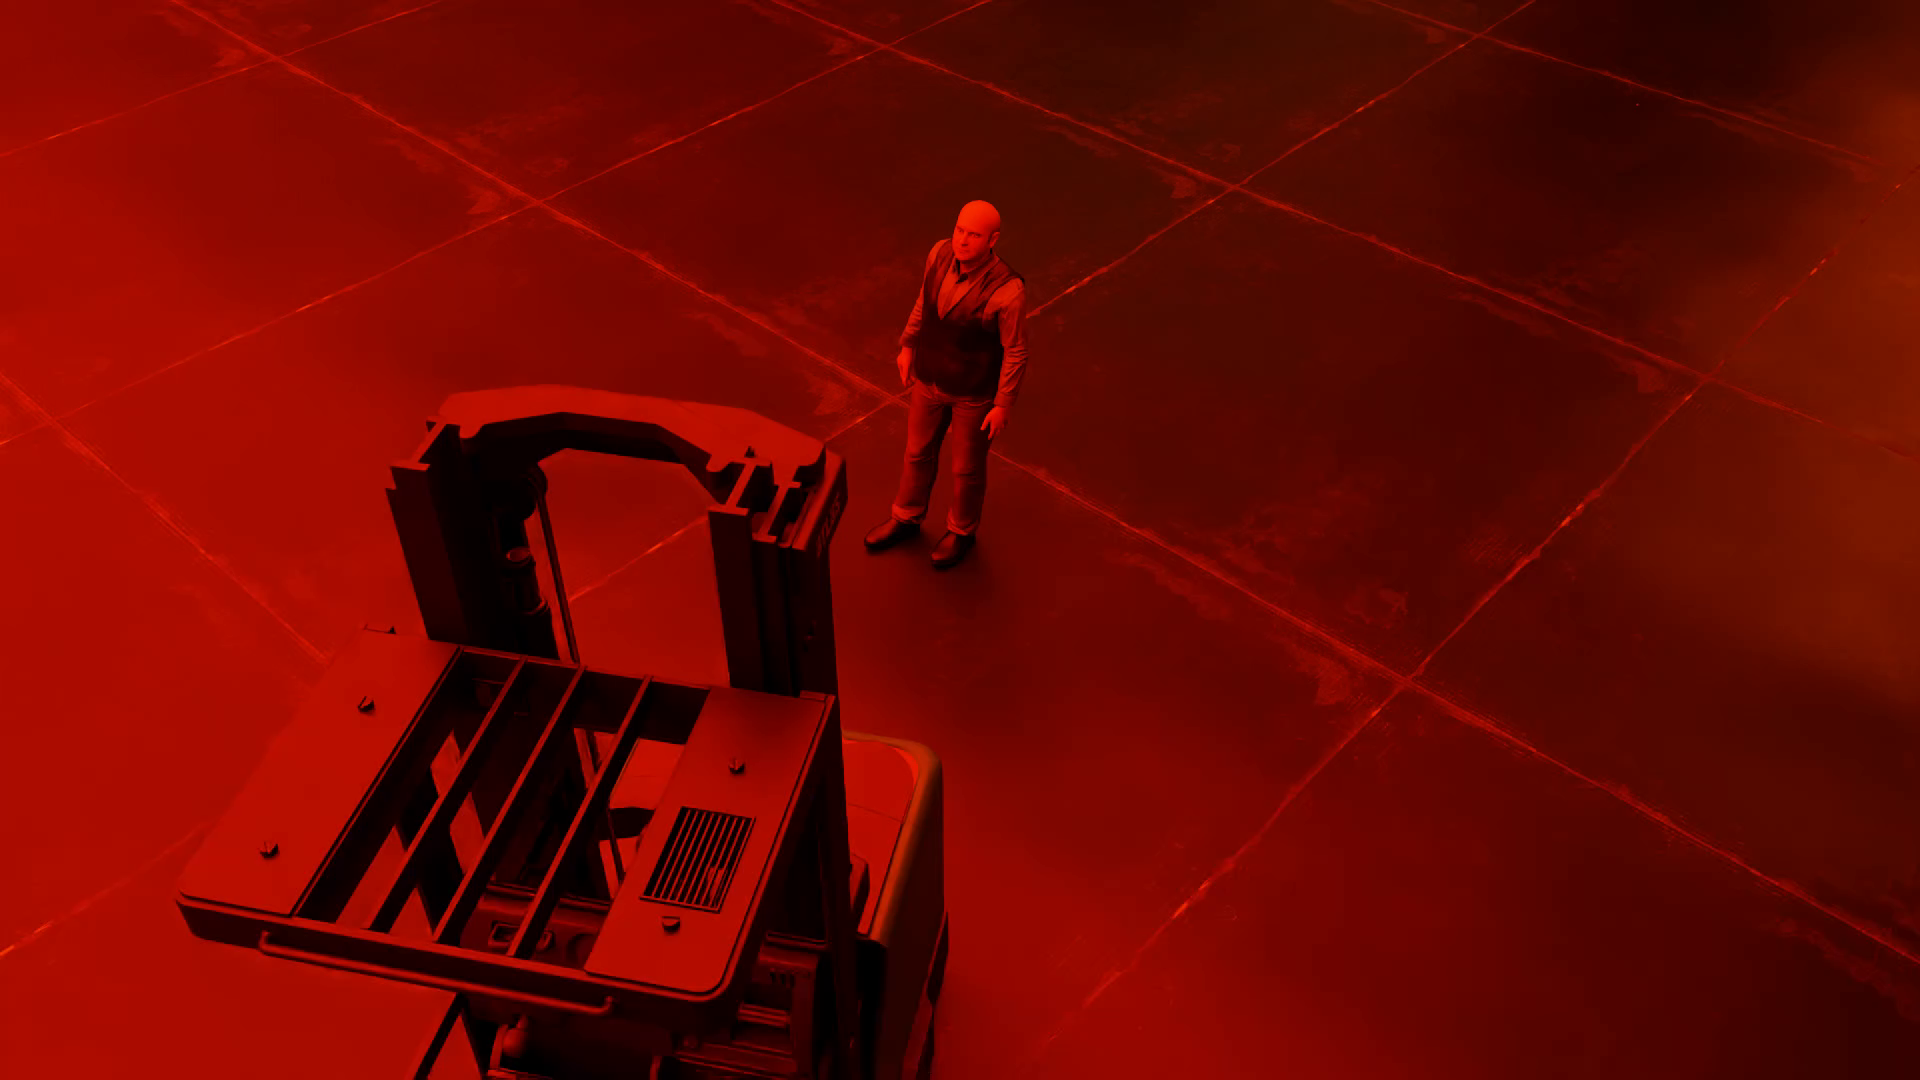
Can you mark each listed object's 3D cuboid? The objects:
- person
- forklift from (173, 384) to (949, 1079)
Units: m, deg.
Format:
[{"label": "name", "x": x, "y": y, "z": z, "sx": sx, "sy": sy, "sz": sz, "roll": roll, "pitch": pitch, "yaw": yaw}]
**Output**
[{"label": "person", "x": -0.048, "y": -0.632, "z": 7.083, "sx": 0.633, "sy": 1.722, "sz": 0.566, "roll": 31, "pitch": 49, "yaw": 31}, {"label": "forklift", "x": -0.851, "y": 1.225, "z": 4.000, "sx": 1.130, "sy": 2.935, "sz": 3.031, "roll": 8, "pitch": 41, "yaw": 9}]
